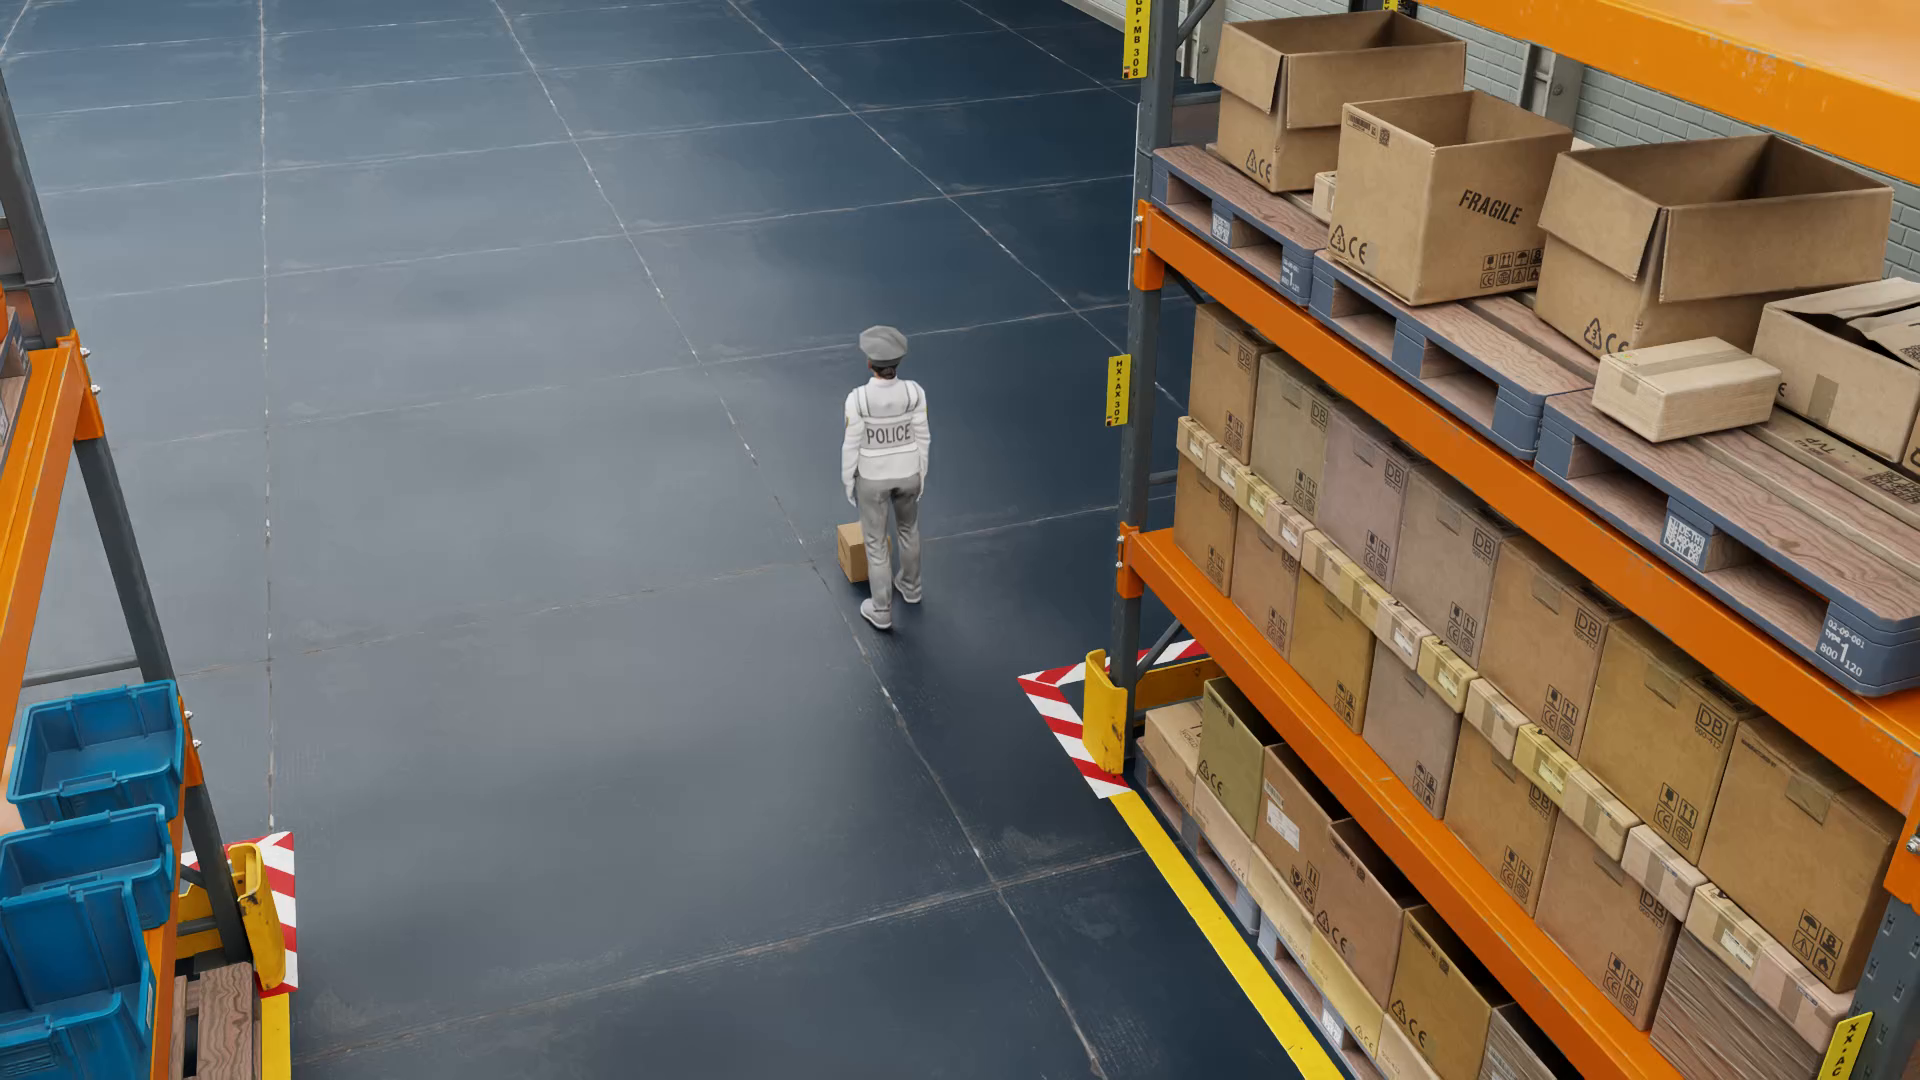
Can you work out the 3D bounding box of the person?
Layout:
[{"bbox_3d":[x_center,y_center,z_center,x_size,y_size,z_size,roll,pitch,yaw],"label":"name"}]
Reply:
[{"bbox_3d":[-0.410,-0.355,8.932,0.476,1.679,0.492,-10,31,-17],"label":"person"}]
